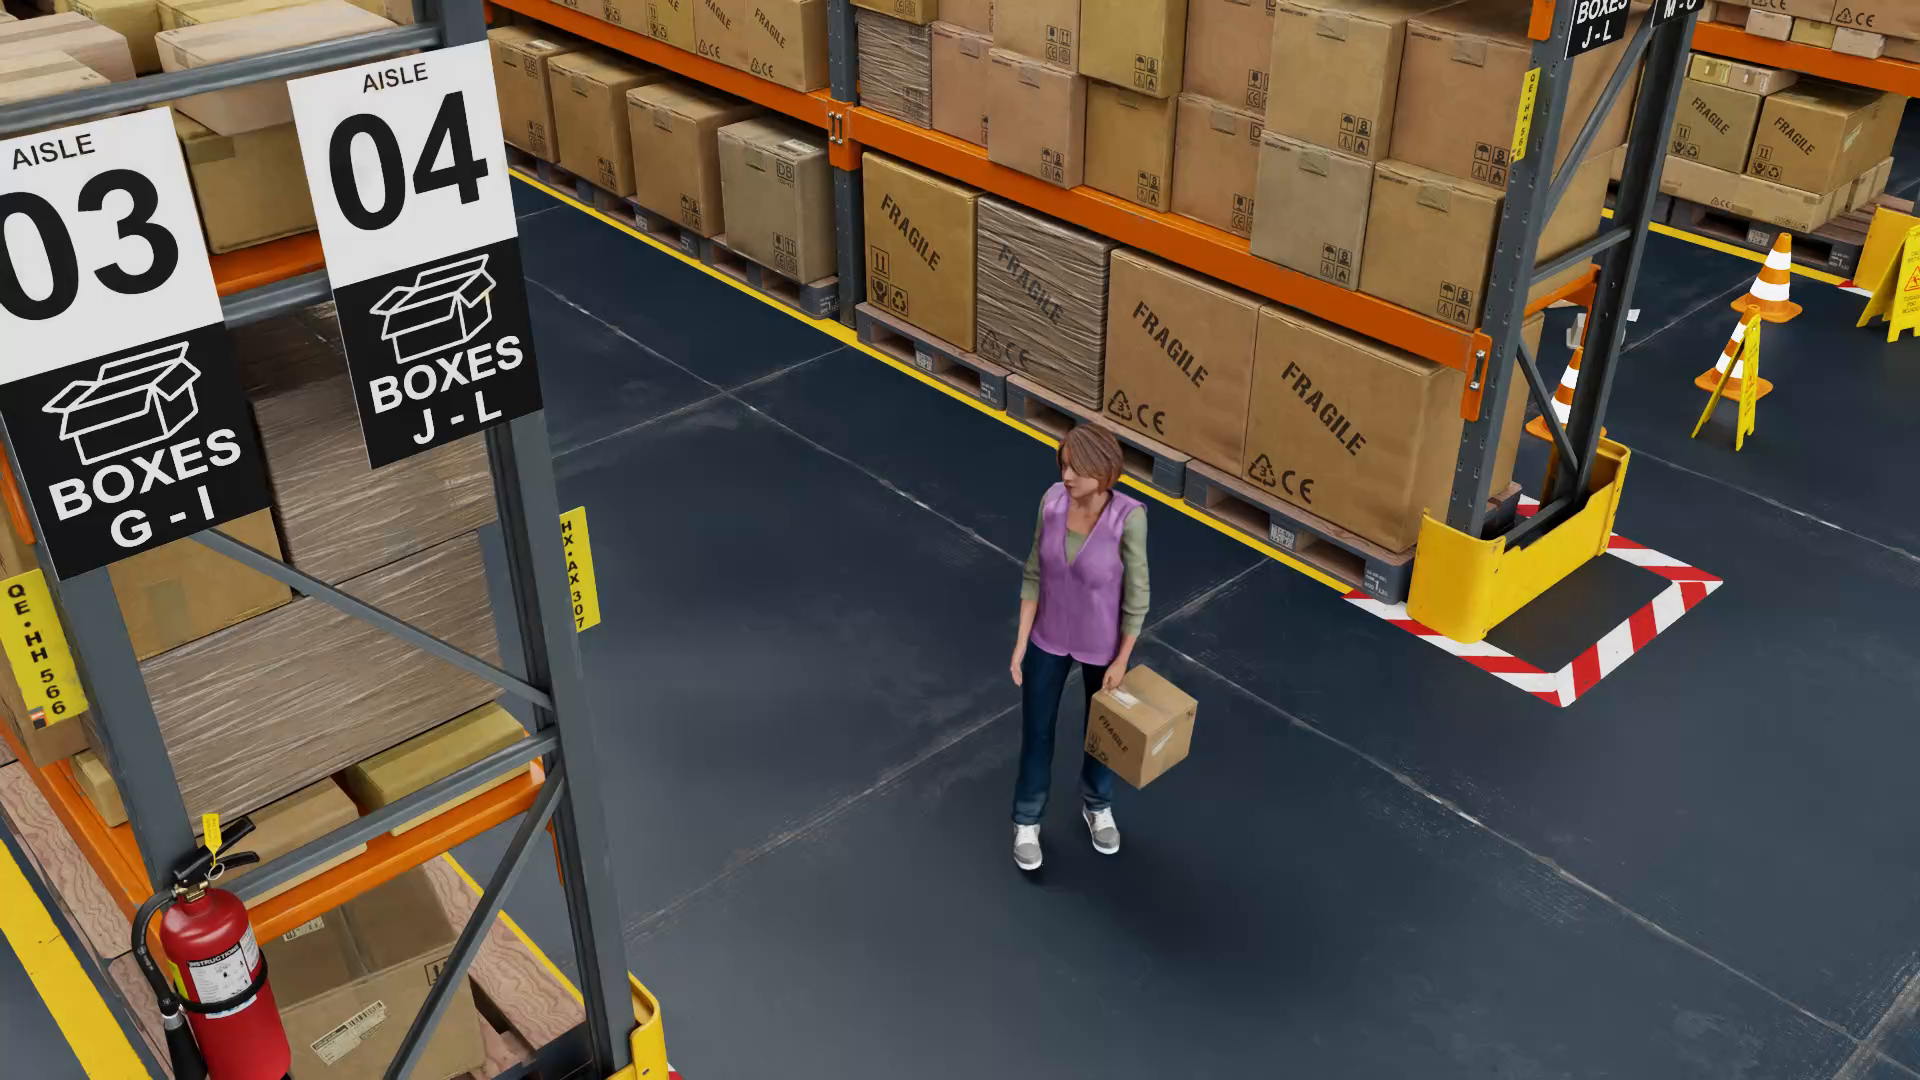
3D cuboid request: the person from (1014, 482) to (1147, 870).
[{"bbox_3d":[0.385,0.486,5.556,0.377,1.377,0.472,10,34,16],"label":"person"}]
